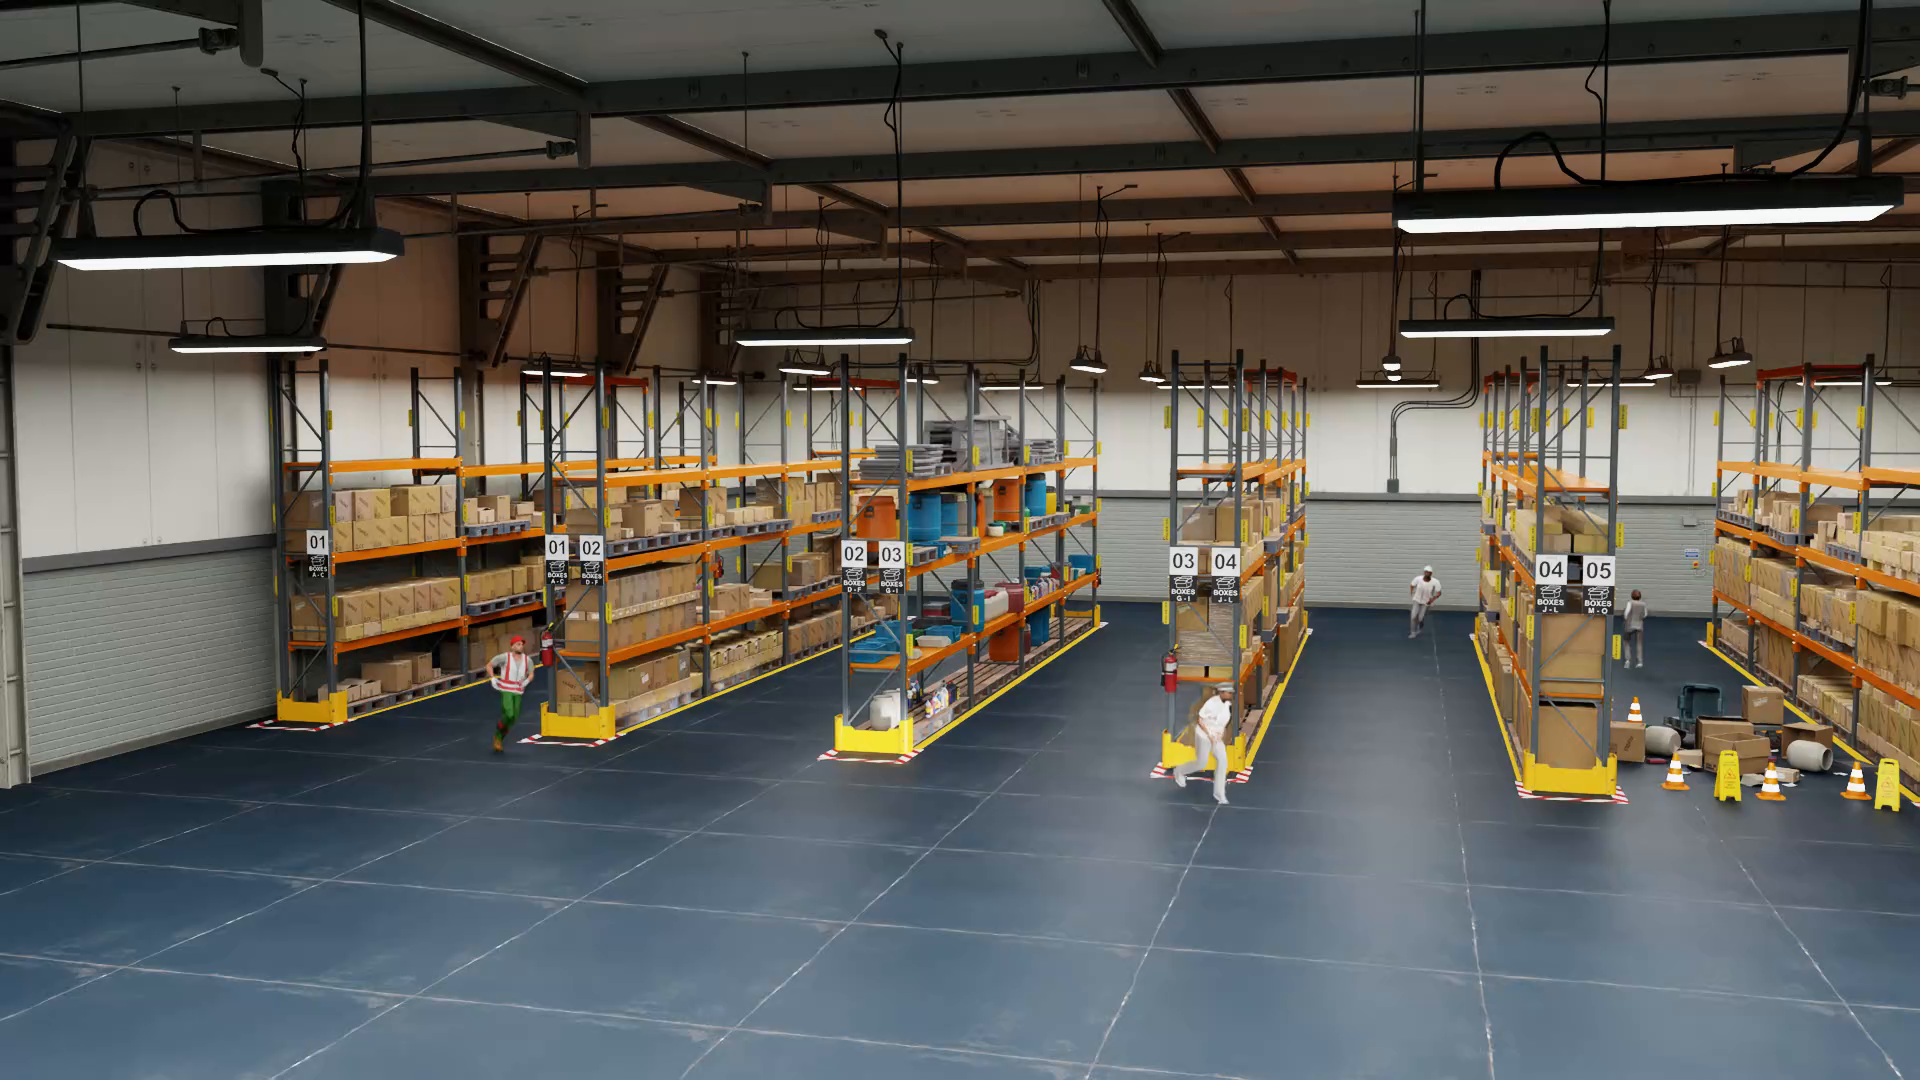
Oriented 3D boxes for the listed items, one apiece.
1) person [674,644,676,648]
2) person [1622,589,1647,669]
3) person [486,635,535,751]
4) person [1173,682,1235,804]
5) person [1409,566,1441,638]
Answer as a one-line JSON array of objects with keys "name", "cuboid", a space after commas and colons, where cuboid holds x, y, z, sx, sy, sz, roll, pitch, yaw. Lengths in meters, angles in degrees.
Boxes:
[{"name": "person", "cuboid": [-6.046, 1.678, 34.131, 0.689, 1.766, 0.852, 1, 4, 17]}, {"name": "person", "cuboid": [13.512, 1.803, 33.339, 0.504, 1.638, 0.711, 0, 4, 7]}, {"name": "person", "cuboid": [-6.760, 2.317, 25.195, 0.676, 1.732, 0.598, -4, 6, -42]}, {"name": "person", "cuboid": [3.239, 2.648, 22.035, 0.951, 1.647, 0.596, 4, 5, 42]}, {"name": "person", "cuboid": [10.658, 1.425, 38.196, 0.716, 1.678, 0.617, 3, 5, 35]}]
